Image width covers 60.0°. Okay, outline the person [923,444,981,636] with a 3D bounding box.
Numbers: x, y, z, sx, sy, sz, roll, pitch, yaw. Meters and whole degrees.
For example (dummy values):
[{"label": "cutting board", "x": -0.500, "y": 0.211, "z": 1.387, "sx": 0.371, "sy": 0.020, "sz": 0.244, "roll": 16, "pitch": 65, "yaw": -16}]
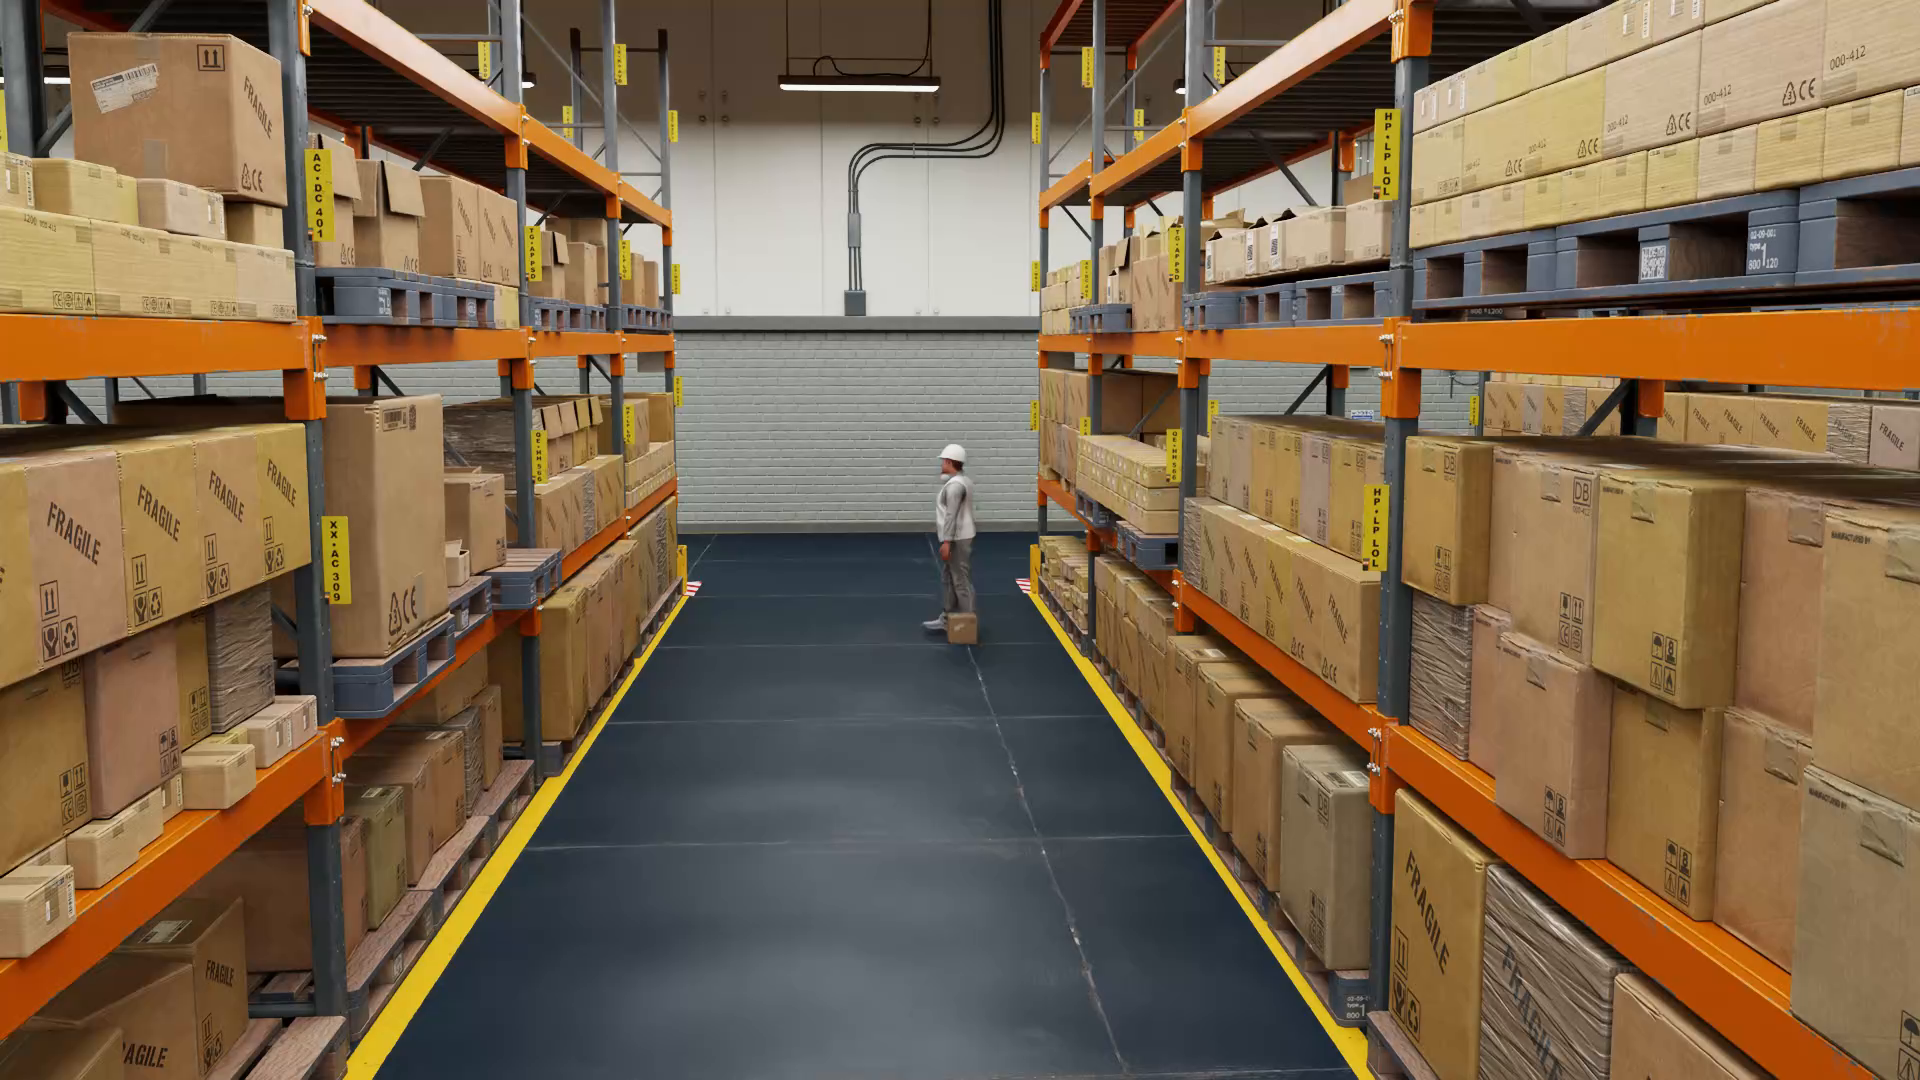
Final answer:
[{"label": "person", "x": -0.077, "y": -0.007, "z": 15.477, "sx": 0.574, "sy": 1.770, "sz": 0.632, "roll": 1, "pitch": 7, "yaw": 5}]
